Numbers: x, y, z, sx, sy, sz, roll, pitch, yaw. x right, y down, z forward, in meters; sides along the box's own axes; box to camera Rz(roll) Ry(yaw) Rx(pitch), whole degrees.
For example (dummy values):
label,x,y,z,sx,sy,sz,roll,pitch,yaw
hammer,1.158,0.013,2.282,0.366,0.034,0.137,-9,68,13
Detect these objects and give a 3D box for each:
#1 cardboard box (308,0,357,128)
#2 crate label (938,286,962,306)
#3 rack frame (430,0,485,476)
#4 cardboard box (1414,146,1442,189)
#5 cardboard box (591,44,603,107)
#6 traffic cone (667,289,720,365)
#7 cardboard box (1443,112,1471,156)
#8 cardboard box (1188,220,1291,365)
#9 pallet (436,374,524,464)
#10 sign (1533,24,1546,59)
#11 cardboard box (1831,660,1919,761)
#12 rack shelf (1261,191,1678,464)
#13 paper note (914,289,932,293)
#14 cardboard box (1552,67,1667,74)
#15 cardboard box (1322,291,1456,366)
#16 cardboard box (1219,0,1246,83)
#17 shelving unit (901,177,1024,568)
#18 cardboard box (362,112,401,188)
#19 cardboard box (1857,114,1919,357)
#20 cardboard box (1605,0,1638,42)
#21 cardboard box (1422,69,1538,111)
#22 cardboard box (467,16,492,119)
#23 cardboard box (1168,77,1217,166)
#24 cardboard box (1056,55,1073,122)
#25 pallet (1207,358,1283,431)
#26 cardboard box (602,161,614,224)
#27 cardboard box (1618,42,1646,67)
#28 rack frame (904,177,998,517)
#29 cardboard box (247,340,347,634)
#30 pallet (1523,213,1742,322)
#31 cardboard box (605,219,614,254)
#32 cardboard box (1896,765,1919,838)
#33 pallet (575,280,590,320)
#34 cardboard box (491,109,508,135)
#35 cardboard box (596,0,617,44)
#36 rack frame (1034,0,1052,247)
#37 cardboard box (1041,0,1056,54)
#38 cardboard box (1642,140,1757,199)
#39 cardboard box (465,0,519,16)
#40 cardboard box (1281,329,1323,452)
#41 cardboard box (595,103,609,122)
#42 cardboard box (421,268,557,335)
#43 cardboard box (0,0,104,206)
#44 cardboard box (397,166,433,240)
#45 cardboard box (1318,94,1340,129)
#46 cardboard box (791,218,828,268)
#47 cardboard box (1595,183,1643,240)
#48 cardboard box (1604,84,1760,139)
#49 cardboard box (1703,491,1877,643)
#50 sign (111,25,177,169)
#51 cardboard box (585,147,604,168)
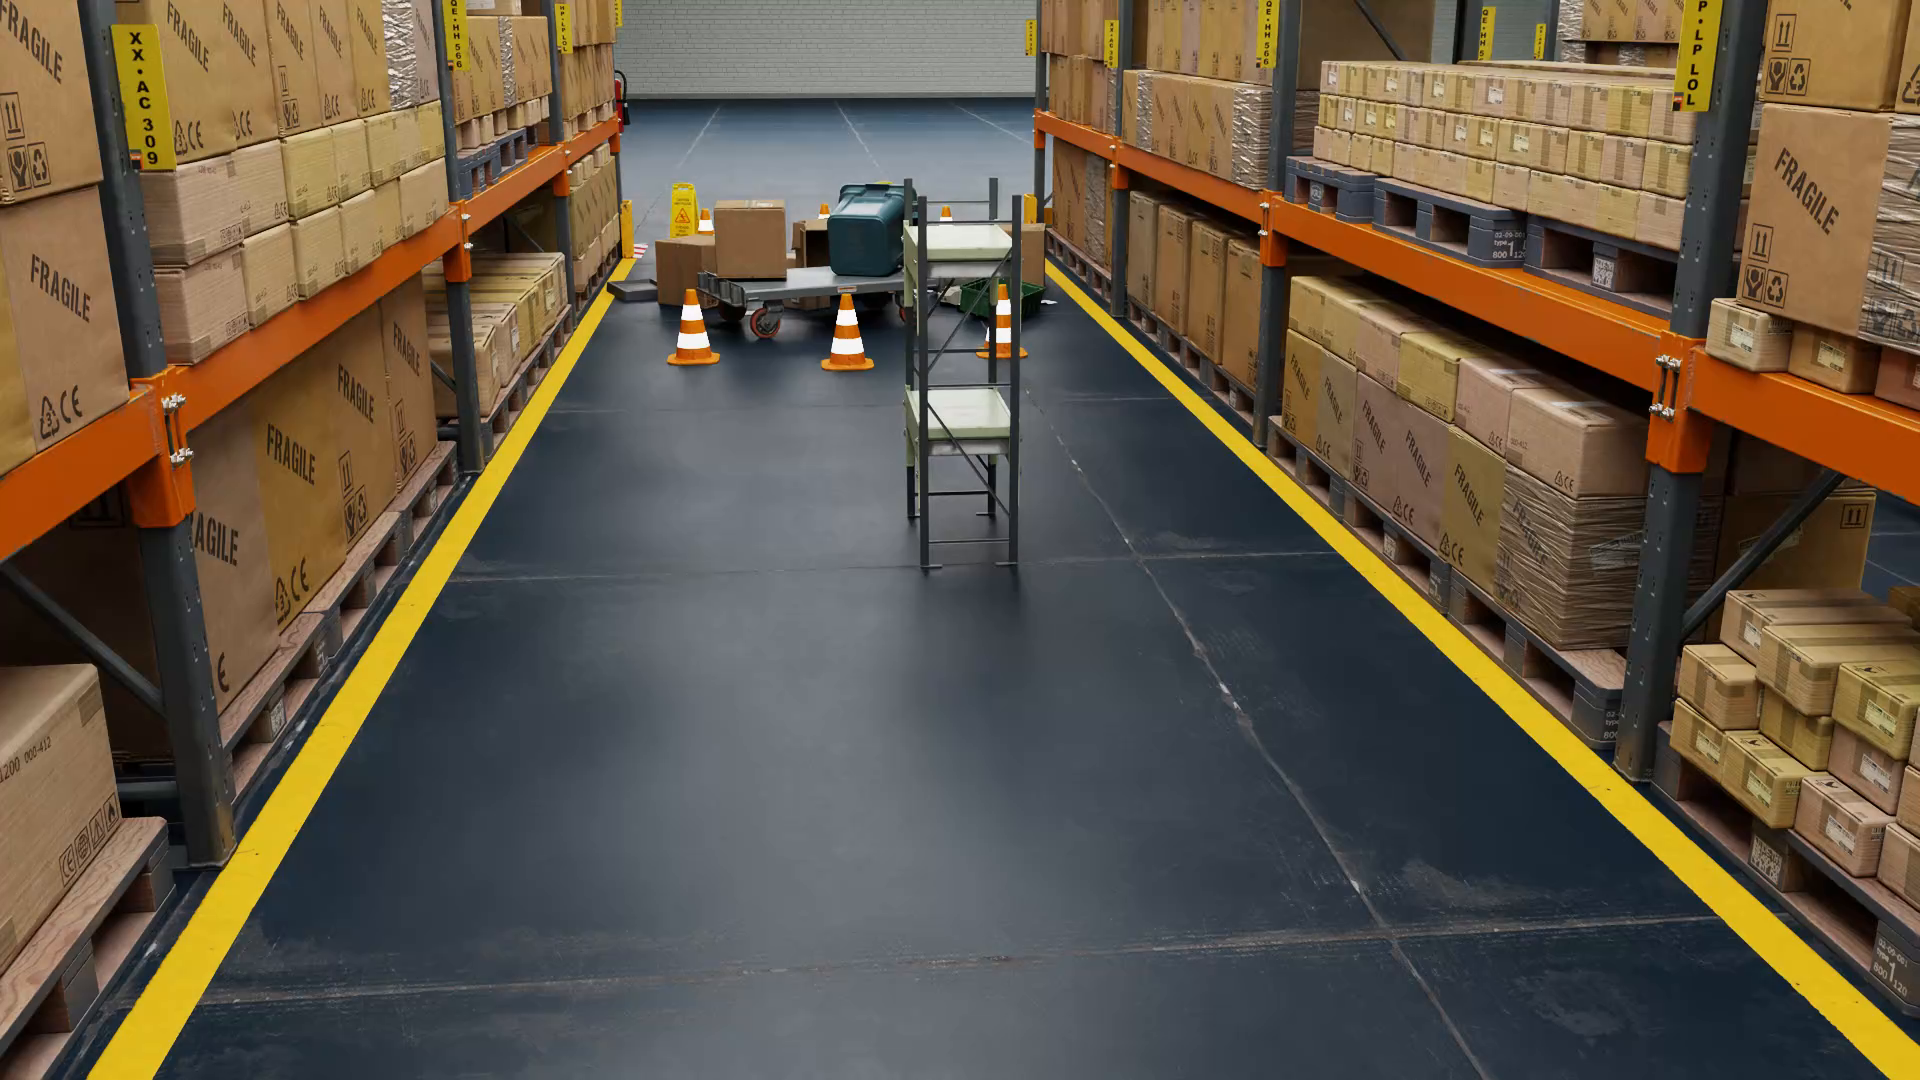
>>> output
label,x,y,z,sx,sy,sz,roll,pitch,yaw
cardboard box,-2.398,-1.680,5.683,0.500,0.500,0.500,-2,18,-7
crate label,-0.025,-1.911,13.037,0.250,0.136,0.298,16,24,42
rack frame,-2.863,-1.753,7.752,1.000,3.000,0.127,-2,18,-6
cardboard box,2.035,-1.482,6.607,0.380,0.149,0.250,-2,17,-5
cardboard box,-3.263,-3.874,13.846,0.500,0.500,0.500,-2,18,-6
traffic cone,-1.755,-1.408,10.889,0.336,0.463,0.334,-2,18,-6
cardboard box,2.067,-1.544,6.309,0.380,0.149,0.250,-1,17,-4
cardboard box,1.984,-1.507,10.025,1.050,0.750,0.750,-2,17,-5
pallet,-2.942,-0.655,8.911,1.003,0.211,1.213,-2,18,-6
sign,5.630,-4.839,16.136,0.100,0.325,0.005,-2,18,-6
cardboard box,2.337,0.399,3.964,0.380,0.149,0.250,-2,18,-6
rack shelf,2.257,-0.997,6.545,1.077,0.370,4.000,-2,18,-6
paper note,-0.322,-2.055,13.685,0.172,0.023,0.155,4,18,13
cardboard box,2.658,-1.864,6.831,0.380,0.149,0.250,-2,18,-6
cardboard box,1.933,-0.937,7.375,0.500,0.250,0.500,-2,18,-6
cardboard box,1.905,-2.898,9.564,0.700,0.500,0.500,-2,18,-6
shelving unit,-0.001,-0.718,6.959,0.431,1.500,0.755,-2,18,-6
cardboard box,-2.430,-1.479,6.295,0.500,0.250,0.500,-2,18,-7
cardboard box,2.322,-0.631,3.516,0.500,0.500,0.500,-2,18,-6
cardboard box,6.053,-4.639,14.611,0.500,0.500,0.500,-2,18,-6
cardboard box,2.043,-1.765,6.516,0.380,0.149,0.250,-1,17,-4
cardboard box,-2.740,-2.439,8.573,0.500,0.500,0.500,-1,17,-3
cardboard box,1.578,-2.559,10.155,0.500,0.500,0.500,-2,17,-5
cardboard box,1.320,-3.948,14.493,0.875,0.550,0.550,-2,18,-6
pallet,2.044,-0.842,9.508,1.003,0.211,1.213,-2,18,-6
cardboard box,-3.289,-2.996,14.351,0.500,0.500,0.500,-1,17,-4
cardboard box,6.378,-4.172,14.793,0.875,0.500,0.500,-2,18,-6
rack frame,-0.038,-0.827,7.306,0.400,1.500,0.023,-2,18,-6
cardboard box,-2.695,-0.199,5.648,0.875,0.875,0.875,-1,17,-4
pallet,2.529,-0.885,5.307,1.003,0.211,1.213,-2,18,-6
cardboard box,-3.291,-2.638,14.460,0.500,0.250,0.500,-2,18,-5
cardboard box,2.383,0.616,3.767,0.380,0.149,0.250,-3,18,-8
pallet,-3.380,-1.813,12.599,1.003,0.211,1.213,-2,18,-6
cardboard box,-2.830,-2.419,9.592,0.380,0.149,0.250,-1,17,-4
cardboard box,-3.218,-4.358,13.716,0.700,0.500,0.500,-2,18,-6
rack frame,1.225,-4.319,15.927,1.000,3.000,0.127,-2,18,-6
cardboard box,1.225,-4.794,15.387,0.875,0.550,0.550,-2,18,-6
cardboard box,2.226,-1.079,4.827,0.380,0.149,0.250,-1,17,-4
cardboard box,-2.867,-3.227,10.002,0.380,0.149,0.250,-3,18,-8
cardboard box,1.870,-0.725,7.950,0.500,0.500,0.500,-3,18,-8
cardboard box,-3.238,-3.687,14.331,0.380,0.149,0.250,-1,17,-5
cardboard box,-3.141,-1.521,10.699,0.950,0.372,0.625,-1,17,-2
cardboard box,-2.127,-0.954,3.371,0.500,0.500,0.500,-2,18,-6
cardboard box,-2.484,-1.387,6.837,0.500,0.250,0.500,-1,17,-5
cardboard box,1.901,-2.008,7.787,0.380,0.149,0.250,-1,17,-3
cardboard box,-0.988,-2.500,14.300,0.637,0.503,0.797,16,24,42
cardboard box,2.198,-1.014,5.118,0.380,0.149,0.250,-2,18,-5
cardboard box,2.199,-1.302,5.041,0.380,0.149,0.250,-2,18,-7
cardboard box,2.651,0.020,5.578,0.500,0.500,0.500,-1,17,-3
sign,-1.898,-1.029,3.870,0.100,0.325,0.005,-2,18,-6
cardboard box,-3.193,-3.200,13.918,0.380,0.149,0.250,-1,17,-3
